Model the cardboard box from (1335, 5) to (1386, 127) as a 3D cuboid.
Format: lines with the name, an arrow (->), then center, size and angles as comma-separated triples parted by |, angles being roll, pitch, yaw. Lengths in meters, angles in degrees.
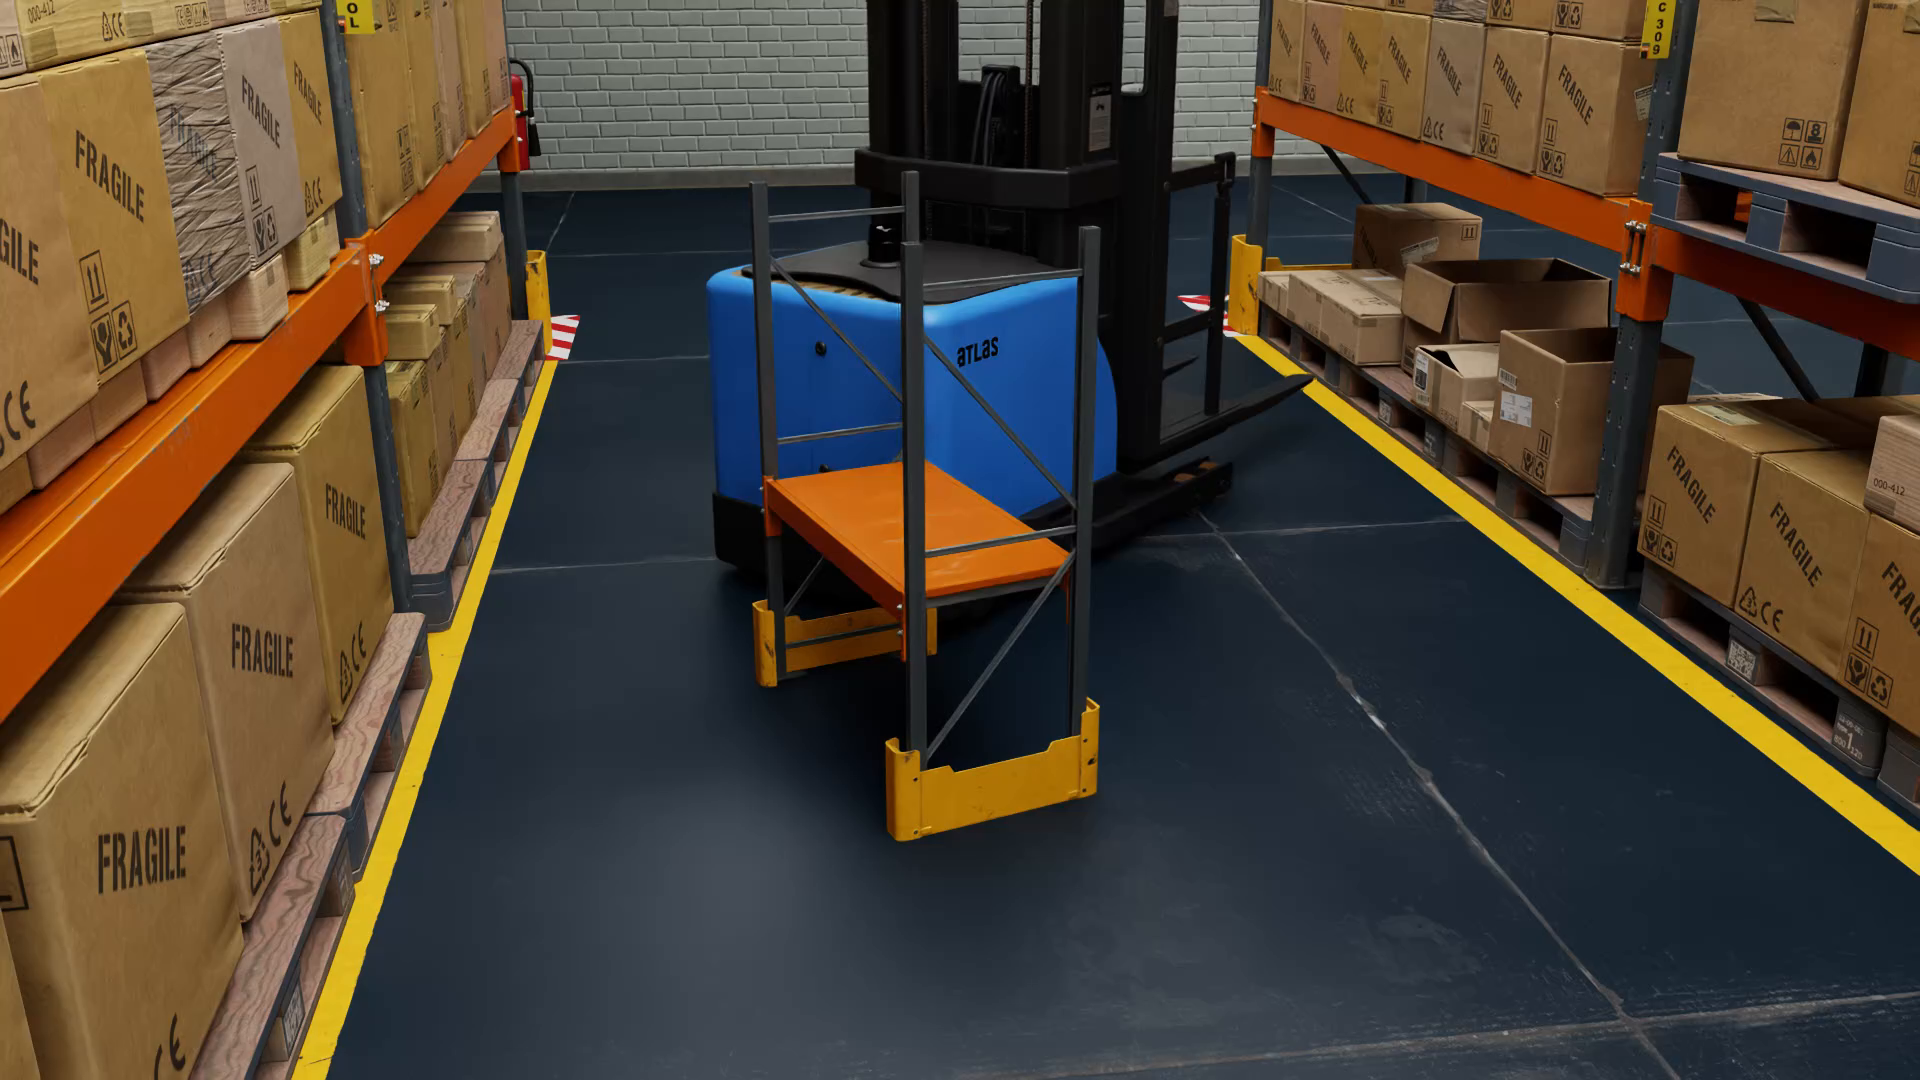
cardboard box -> 2.067, -2.184, 7.634 | 0.500, 0.500, 0.500 | -3, 21, -8

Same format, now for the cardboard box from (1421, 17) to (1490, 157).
cardboard box -> 2.214, -1.835, 6.699 | 0.500, 0.500, 0.500 | -2, 21, -7

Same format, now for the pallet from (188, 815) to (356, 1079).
pallet -> -1.845, 0.972, 3.311 | 1.003, 0.211, 1.213 | -3, 21, -8

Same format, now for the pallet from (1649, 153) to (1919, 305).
pallet -> 2.699, -0.900, 4.612 | 1.003, 0.211, 1.213 | -3, 21, -8

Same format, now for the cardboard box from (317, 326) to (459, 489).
cardboard box -> -2.285, -0.484, 6.199 | 0.700, 0.500, 0.500 | -3, 21, -8

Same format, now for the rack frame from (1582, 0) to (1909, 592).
rack frame -> 2.692, -1.272, 5.334 | 1.000, 3.000, 0.127 | -3, 21, -8

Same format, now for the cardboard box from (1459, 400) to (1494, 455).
cardboard box -> 2.215, -0.452, 6.585 | 0.380, 0.149, 0.250 | -3, 21, -8

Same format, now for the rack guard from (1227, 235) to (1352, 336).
rack guard -> 2.126, -1.459, 9.409 | 1.175, 0.500, 0.348 | -3, 21, -8

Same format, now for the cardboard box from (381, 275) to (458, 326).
cardboard box -> -2.160, -0.923, 6.445 | 0.380, 0.149, 0.250 | -4, 21, -9

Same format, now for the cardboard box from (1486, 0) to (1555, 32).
cardboard box -> 2.286, -2.126, 6.050 | 0.500, 0.500, 0.500 | -3, 21, -9

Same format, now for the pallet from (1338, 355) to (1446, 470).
pallet -> 2.414, -0.626, 7.592 | 1.003, 0.211, 1.213 | -3, 21, -8

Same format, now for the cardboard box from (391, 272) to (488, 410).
cardboard box -> -2.441, -0.847, 7.168 | 0.700, 0.500, 0.500 | -4, 21, -10

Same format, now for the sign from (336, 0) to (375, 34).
sign -> -1.674, -1.557, 4.555 | 0.100, 0.325, 0.005 | -3, 21, -8

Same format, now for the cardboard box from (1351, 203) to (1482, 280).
cardboard box -> 2.437, -1.516, 8.932 | 0.500, 0.500, 0.500 | -3, 21, -8

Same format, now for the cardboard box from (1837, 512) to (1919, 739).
cardboard box -> 2.673, 0.231, 4.256 | 0.500, 0.500, 0.500 | -3, 21, -7

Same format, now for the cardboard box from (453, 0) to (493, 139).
cardboard box -> -2.587, -2.119, 7.173 | 0.980, 0.700, 0.700 | -3, 21, -8

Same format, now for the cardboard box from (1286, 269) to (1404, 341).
cardboard box -> 1.985, -1.199, 8.440 | 0.500, 0.250, 0.500 | -3, 21, -8

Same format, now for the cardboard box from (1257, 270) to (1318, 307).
cardboard box -> 1.835, -1.365, 9.029 | 0.380, 0.149, 0.250 | -3, 21, -8

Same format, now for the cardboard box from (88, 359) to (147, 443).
cardboard box -> -1.714, -0.275, 2.995 | 0.380, 0.149, 0.250 | -2, 21, -6

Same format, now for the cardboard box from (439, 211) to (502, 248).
cardboard box -> -2.388, -1.462, 7.890 | 0.380, 0.149, 0.250 | -3, 21, -8

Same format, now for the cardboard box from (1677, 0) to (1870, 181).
cardboard box -> 2.538, -1.340, 4.774 | 0.700, 0.500, 0.500 | -10, 23, -26

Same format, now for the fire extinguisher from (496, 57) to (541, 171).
fire extinguisher -> -2.352, -2.270, 8.650 | 0.296, 0.674, 0.183 | -3, 21, -8

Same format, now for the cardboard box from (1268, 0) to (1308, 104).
cardboard box -> 1.918, -2.537, 8.577 | 0.500, 0.500, 0.500 | -2, 21, -7

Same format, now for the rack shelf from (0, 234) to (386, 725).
rack shelf -> -1.922, 0.009, 2.933 | 1.077, 0.370, 4.000 | -3, 21, -8

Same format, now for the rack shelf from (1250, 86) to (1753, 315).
rack shelf -> 2.403, -1.627, 7.314 | 1.077, 0.370, 4.000 | -3, 21, -8

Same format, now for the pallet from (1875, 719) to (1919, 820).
pallet -> 3.025, 0.738, 3.939 | 1.003, 0.211, 1.213 | -3, 21, -8

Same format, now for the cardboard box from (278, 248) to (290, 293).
cardboard box -> -1.829, -0.631, 3.950 | 0.380, 0.149, 0.250 | -2, 21, -6

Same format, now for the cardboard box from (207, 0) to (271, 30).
cardboard box -> -1.825, -1.241, 3.584 | 0.500, 0.250, 0.500 | -2, 21, -7

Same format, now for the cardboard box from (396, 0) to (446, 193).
cardboard box -> -2.372, -1.603, 5.791 | 0.980, 0.700, 0.700 | -3, 21, -9

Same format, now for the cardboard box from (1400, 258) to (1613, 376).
cardboard box -> 2.416, -0.959, 7.435 | 0.797, 0.503, 0.637 | -3, 21, -8

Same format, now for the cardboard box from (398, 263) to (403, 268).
cardboard box -> -2.693, -1.269, 7.372 | 0.380, 0.149, 0.250 | -3, 21, -7

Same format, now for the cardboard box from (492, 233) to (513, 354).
cardboard box -> -2.587, -1.194, 8.098 | 0.700, 0.500, 0.500 | -3, 21, -8

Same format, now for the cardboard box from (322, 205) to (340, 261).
cardboard box -> -1.881, -0.809, 4.427 | 0.380, 0.149, 0.250 | -3, 21, -7

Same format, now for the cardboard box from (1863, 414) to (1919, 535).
cardboard box -> 2.664, -0.132, 4.155 | 0.500, 0.250, 0.500 | -3, 21, -8

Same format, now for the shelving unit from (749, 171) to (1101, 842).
shelving unit -> -0.129, -0.155, 4.488 | 0.587, 1.500, 1.083 | -10, 23, -24

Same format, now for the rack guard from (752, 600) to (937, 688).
rack guard -> -0.347, 0.274, 5.126 | 0.587, 0.250, 0.087 | -10, 23, -24

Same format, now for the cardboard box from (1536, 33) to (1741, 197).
cardboard box -> 2.366, -1.479, 5.745 | 0.500, 0.500, 0.500 | -3, 21, -7

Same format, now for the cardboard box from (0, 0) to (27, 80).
cardboard box -> -1.598, -0.712, 2.166 | 0.500, 0.250, 0.500 | -3, 21, -7

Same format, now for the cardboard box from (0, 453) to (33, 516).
cardboard box -> -1.665, -0.097, 2.519 | 0.380, 0.149, 0.250 | -3, 21, -7

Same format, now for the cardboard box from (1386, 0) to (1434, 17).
cardboard box -> 2.142, -2.475, 6.984 | 0.500, 0.500, 0.500 | -3, 21, -8

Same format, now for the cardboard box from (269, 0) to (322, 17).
cardboard box -> -1.889, -1.419, 4.059 | 0.500, 0.250, 0.500 | -2, 21, -6

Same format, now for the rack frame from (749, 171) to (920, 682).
rack frame -> -0.348, -0.312, 4.909 | 0.500, 1.500, 0.032 | -10, 23, -24

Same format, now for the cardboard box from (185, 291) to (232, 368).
cardboard box -> -1.763, -0.455, 3.477 | 0.380, 0.149, 0.250 | -3, 21, -8

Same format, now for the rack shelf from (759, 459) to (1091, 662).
rack shelf -> -0.125, 0.016, 4.544 | 0.538, 0.185, 1.000 | -10, 23, -24

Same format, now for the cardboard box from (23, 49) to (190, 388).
cardboard box -> -1.670, -0.546, 2.794 | 0.500, 0.500, 0.500 | -2, 21, -6

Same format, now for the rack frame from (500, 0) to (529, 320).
rack frame -> -2.786, -2.405, 8.370 | 1.000, 3.000, 0.127 | -3, 21, -8

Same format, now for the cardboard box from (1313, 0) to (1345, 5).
cardboard box -> 2.001, -2.824, 7.919 | 0.500, 0.500, 0.500 | -3, 21, -7

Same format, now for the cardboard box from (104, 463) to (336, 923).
cardboard box -> -1.856, 0.316, 3.556 | 0.750, 0.750, 0.750 | -2, 21, -6

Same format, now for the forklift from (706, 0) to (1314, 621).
forklift -> 0.431, -1.561, 6.206 | 1.130, 2.935, 3.031 | 15, 25, 35

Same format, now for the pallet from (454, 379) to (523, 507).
pallet -> -2.421, -0.405, 6.998 | 1.003, 0.211, 1.213 | -3, 21, -8

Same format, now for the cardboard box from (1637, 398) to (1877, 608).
cardboard box -> 2.520, -0.127, 5.213 | 0.500, 0.500, 0.500 | -4, 21, -10

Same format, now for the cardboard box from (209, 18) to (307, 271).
cardboard box -> -1.811, -0.893, 3.723 | 0.500, 0.500, 0.500 | -3, 21, -7
